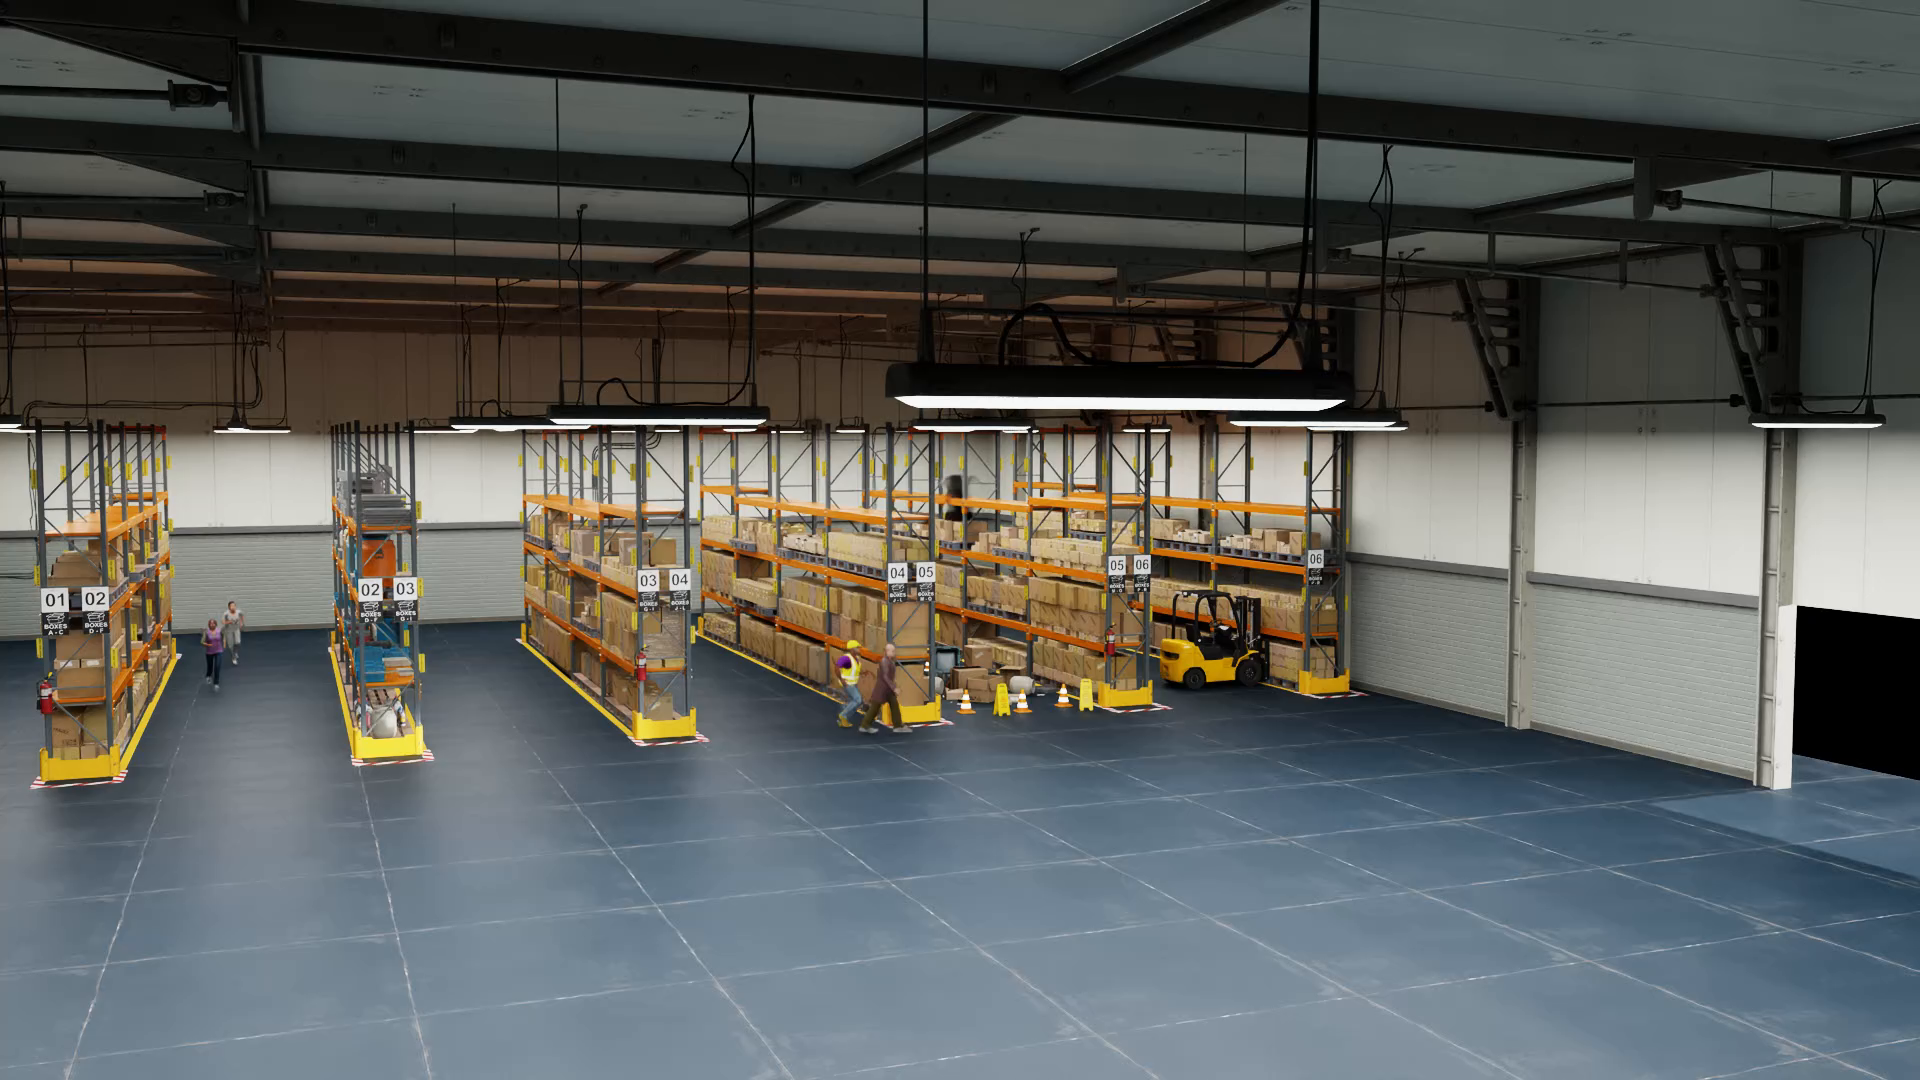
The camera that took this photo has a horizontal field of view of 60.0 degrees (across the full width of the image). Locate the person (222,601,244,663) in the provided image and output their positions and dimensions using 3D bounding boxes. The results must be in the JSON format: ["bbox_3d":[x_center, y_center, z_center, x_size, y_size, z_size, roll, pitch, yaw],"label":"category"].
[{"bbox_3d":[-18.187,2.317,41.633,0.531,1.591,0.755,-2,4,-27],"label":"person"}]

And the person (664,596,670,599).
[{"bbox_3d":[-8.397,1.883,47.474,0.657,1.819,0.844,0,4,-7],"label":"person"}]

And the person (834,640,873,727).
[{"bbox_3d":[-2.102,2.824,32.557,0.684,1.715,0.708,1,4,19],"label":"person"}]

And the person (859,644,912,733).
[{"bbox_3d":[-1.426,2.836,31.722,0.981,1.722,0.644,1,4,10],"label":"person"}]

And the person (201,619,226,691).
[{"bbox_3d":[-16.882,2.575,37.619,0.537,1.606,0.854,-2,4,-25],"label":"person"}]
